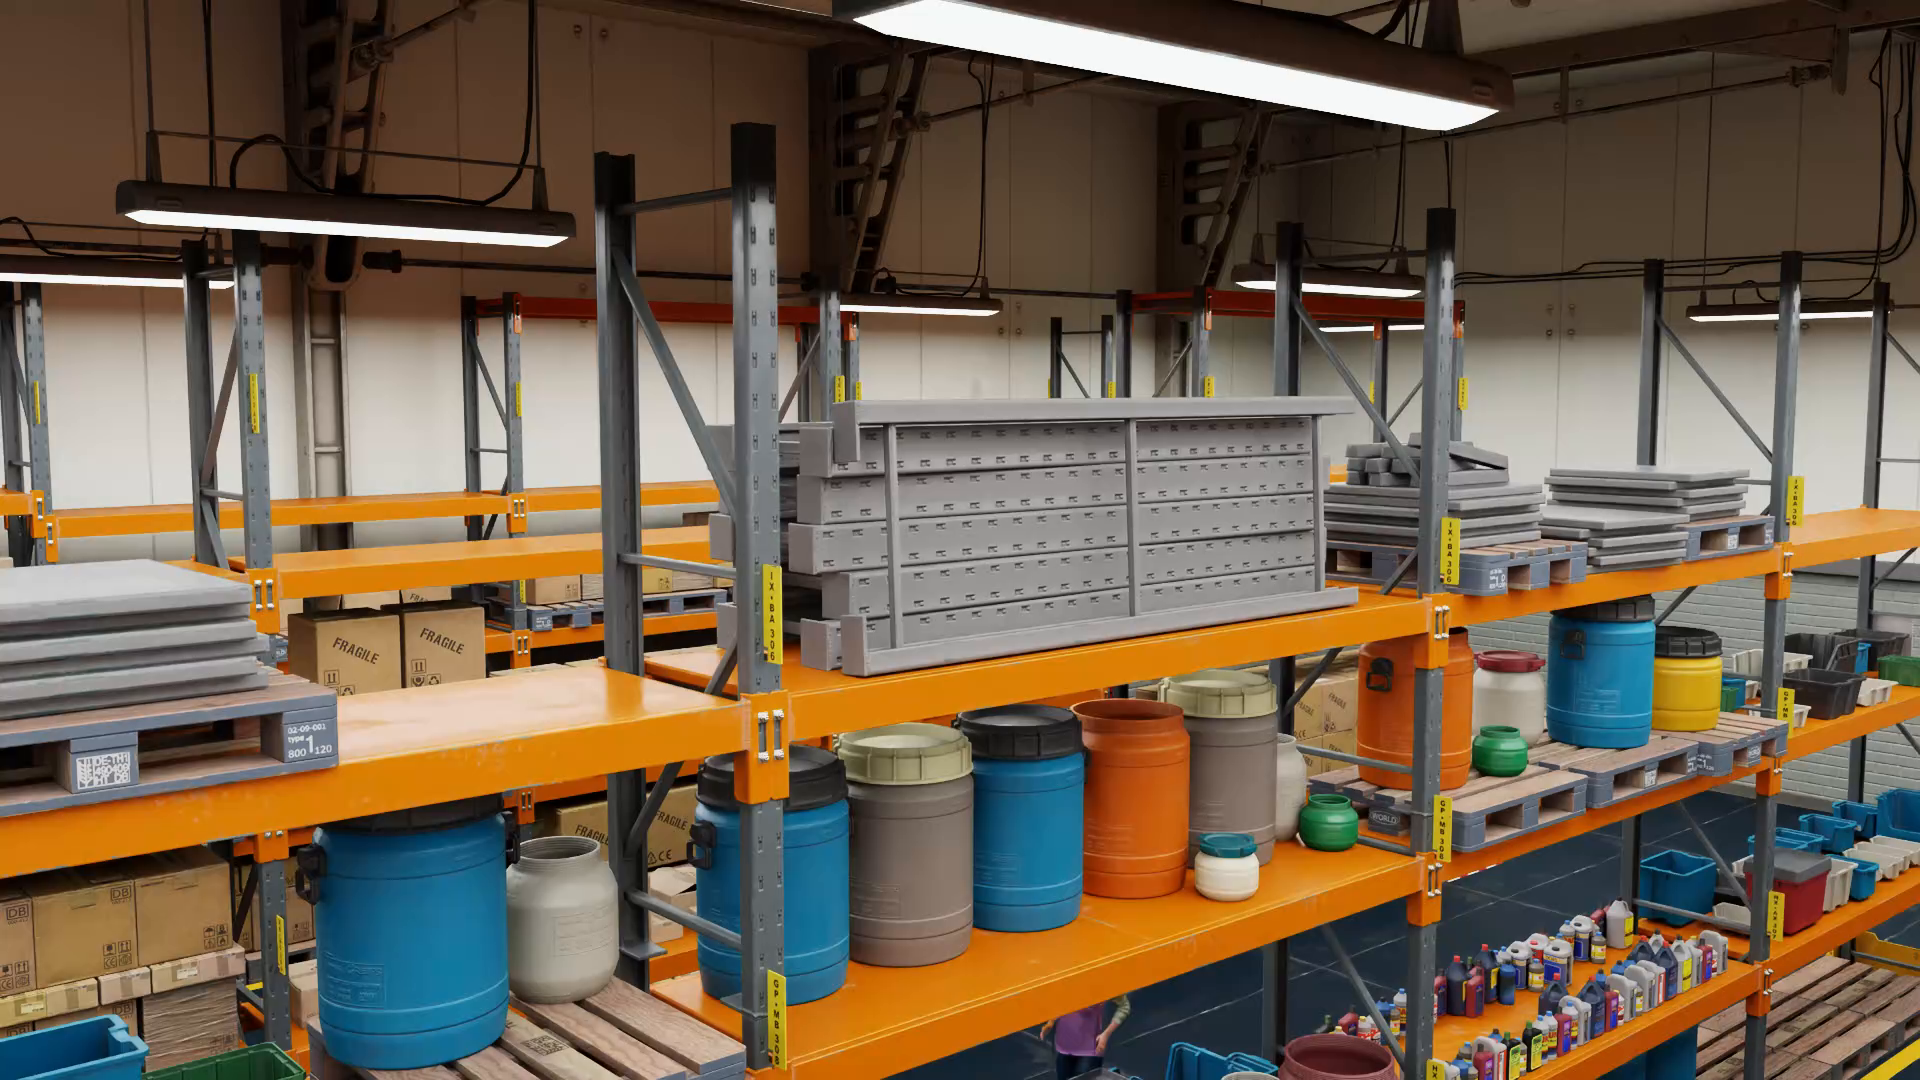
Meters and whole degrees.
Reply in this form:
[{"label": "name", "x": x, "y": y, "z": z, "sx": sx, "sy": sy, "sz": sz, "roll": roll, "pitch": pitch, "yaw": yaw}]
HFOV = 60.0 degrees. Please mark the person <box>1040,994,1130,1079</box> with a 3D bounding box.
[{"label": "person", "x": 0.821, "y": 3.351, "z": 10.934, "sx": 0.538, "sy": 1.586, "sz": 0.790, "roll": 4, "pitch": 7, "yaw": 35}]
